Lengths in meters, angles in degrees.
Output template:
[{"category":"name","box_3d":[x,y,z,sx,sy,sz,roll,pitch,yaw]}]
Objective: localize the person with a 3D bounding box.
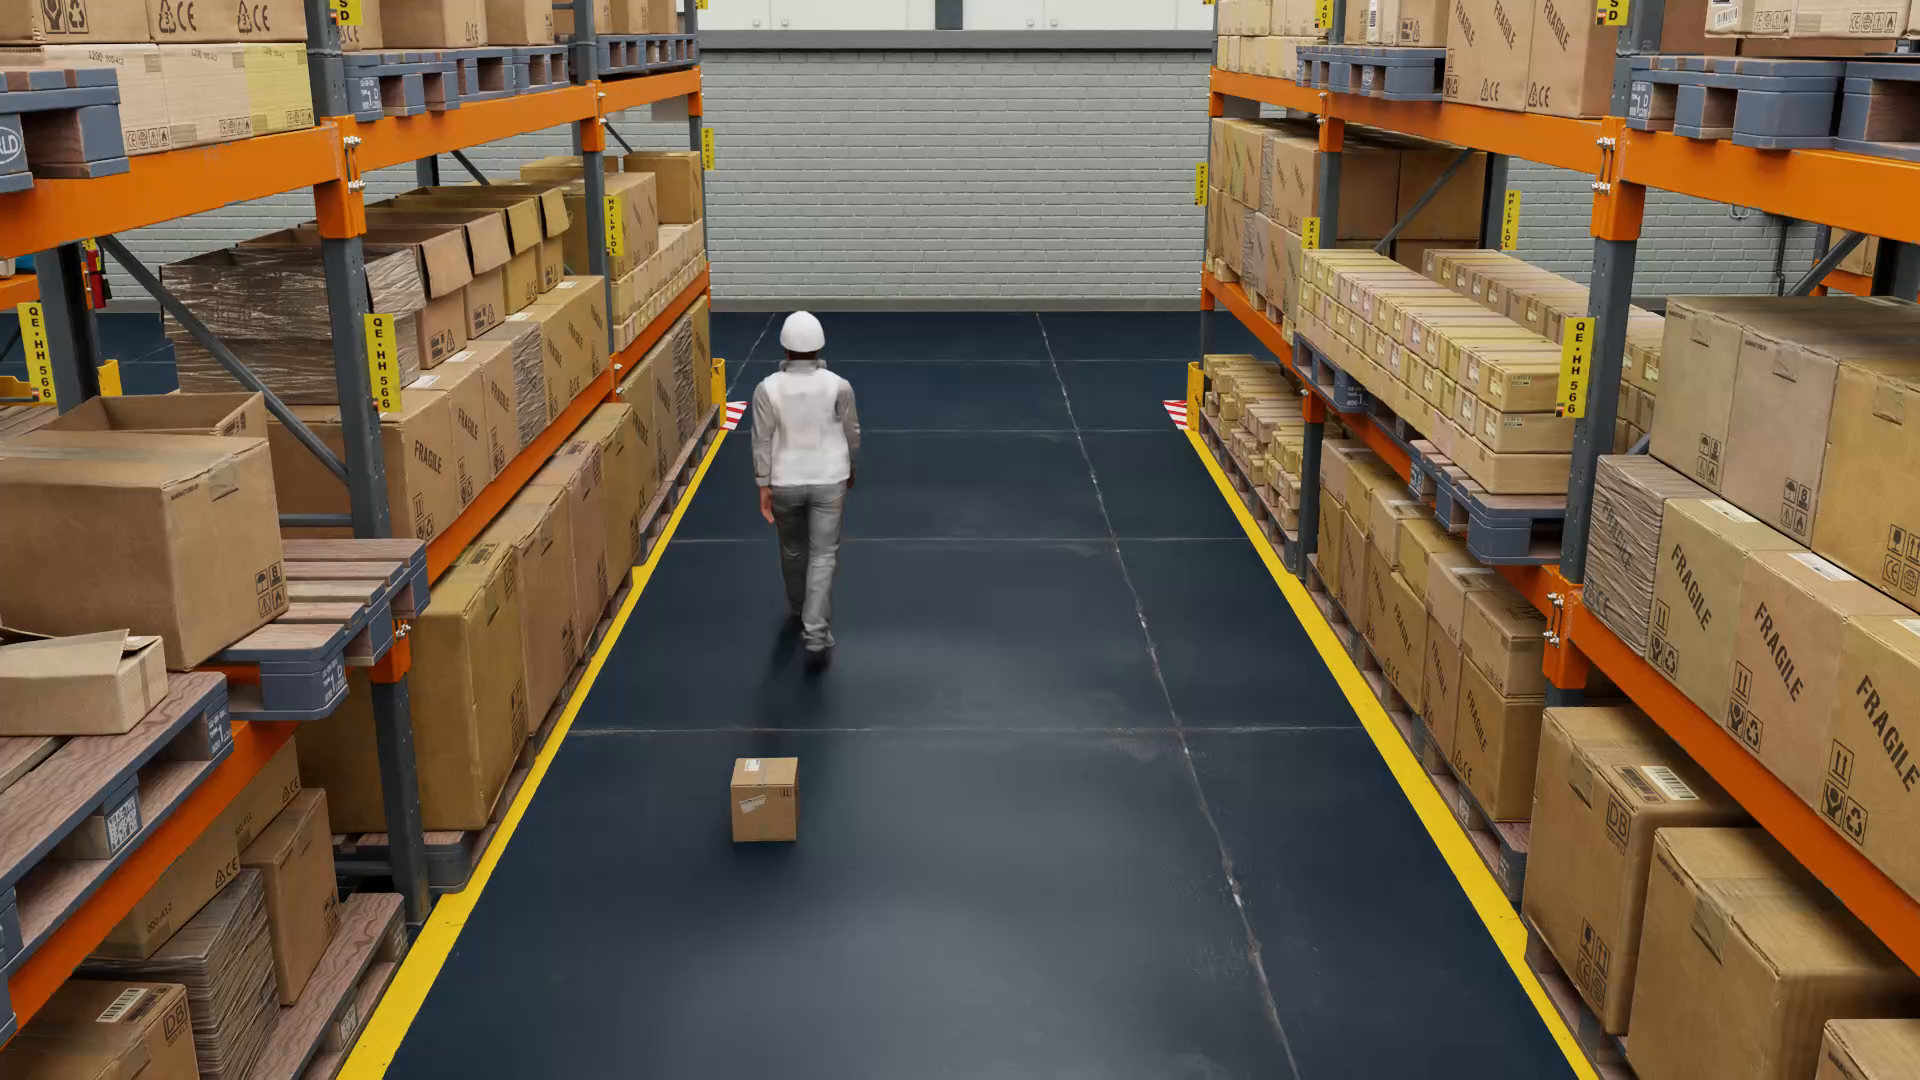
[{"category":"person","box_3d":[-0.771,-0.331,8.586,0.525,1.725,1.051,1,17,2]}]
